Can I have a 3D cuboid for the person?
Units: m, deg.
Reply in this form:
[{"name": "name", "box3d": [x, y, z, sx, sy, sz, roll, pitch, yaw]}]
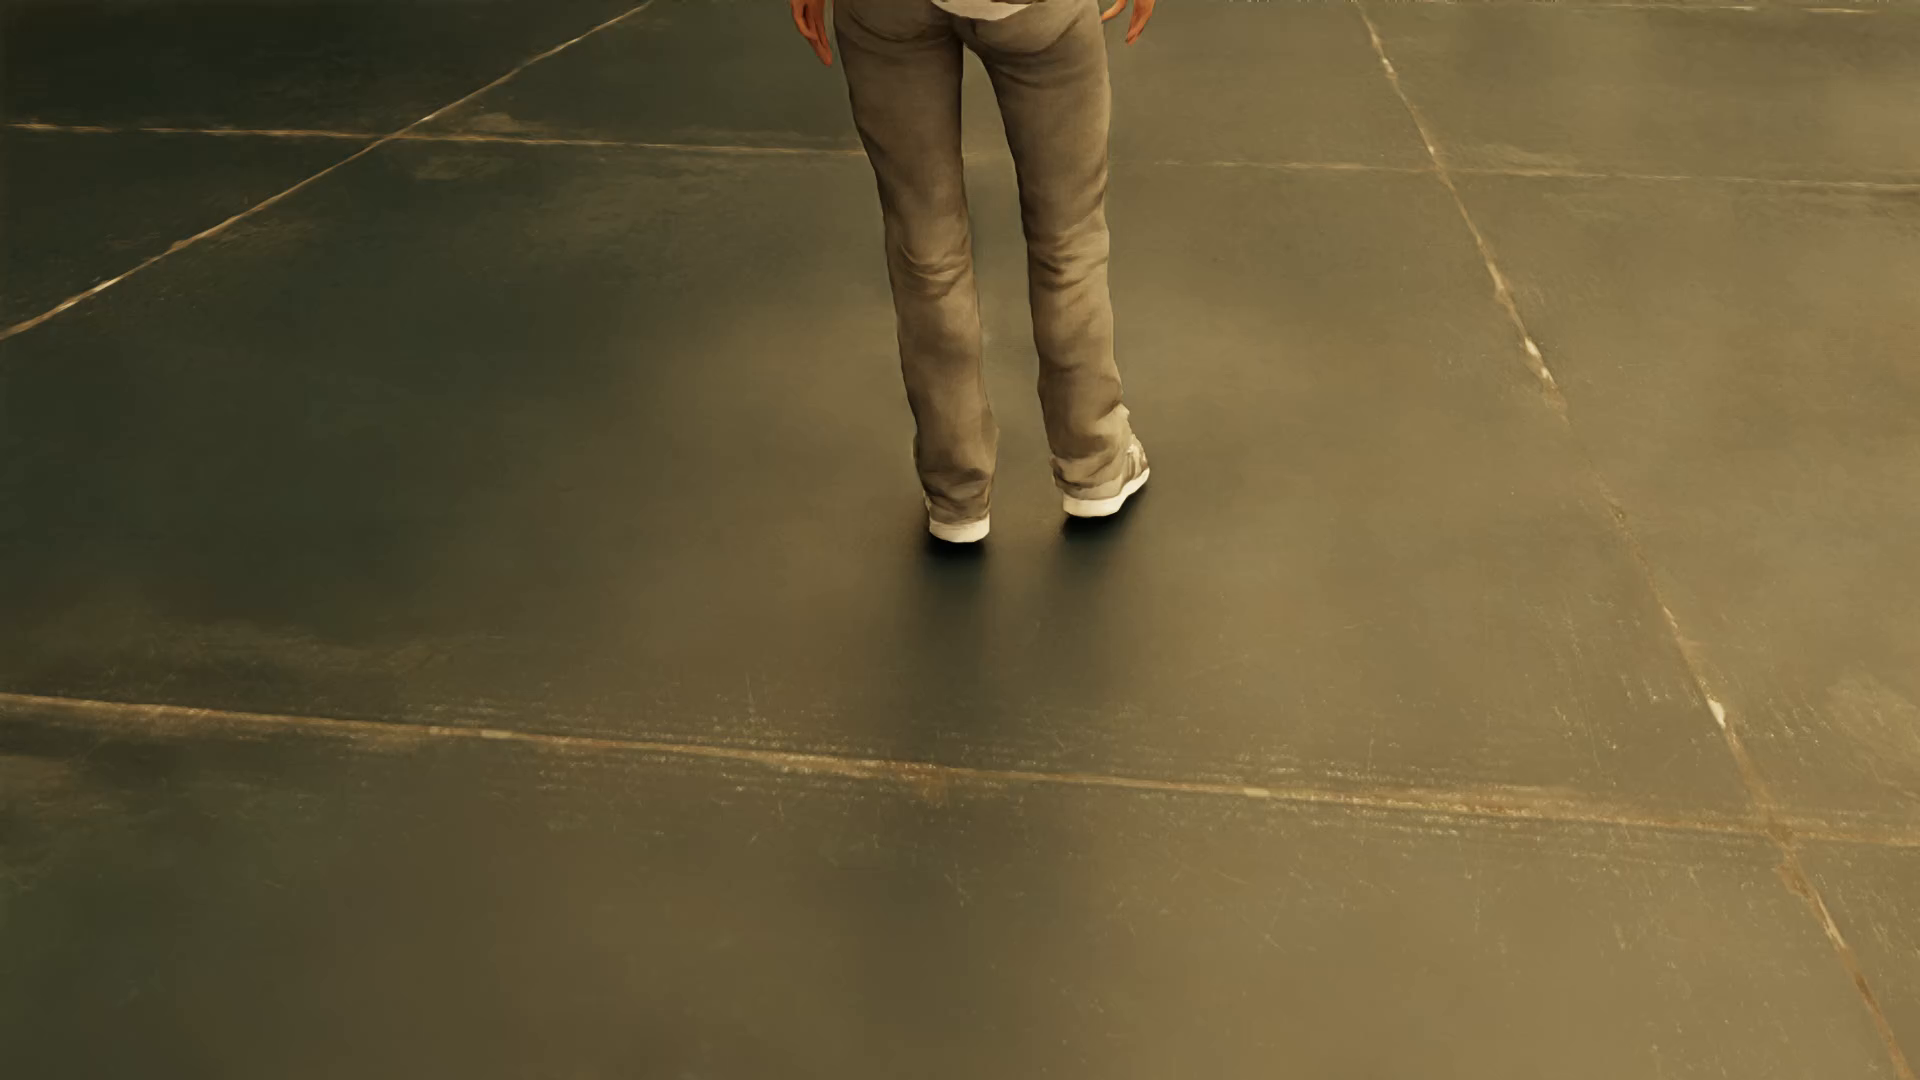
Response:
[{"name": "person", "box3d": [0.023, -0.753, 2.204, 0.521, 1.597, 0.474, 3, 27, 7]}]
